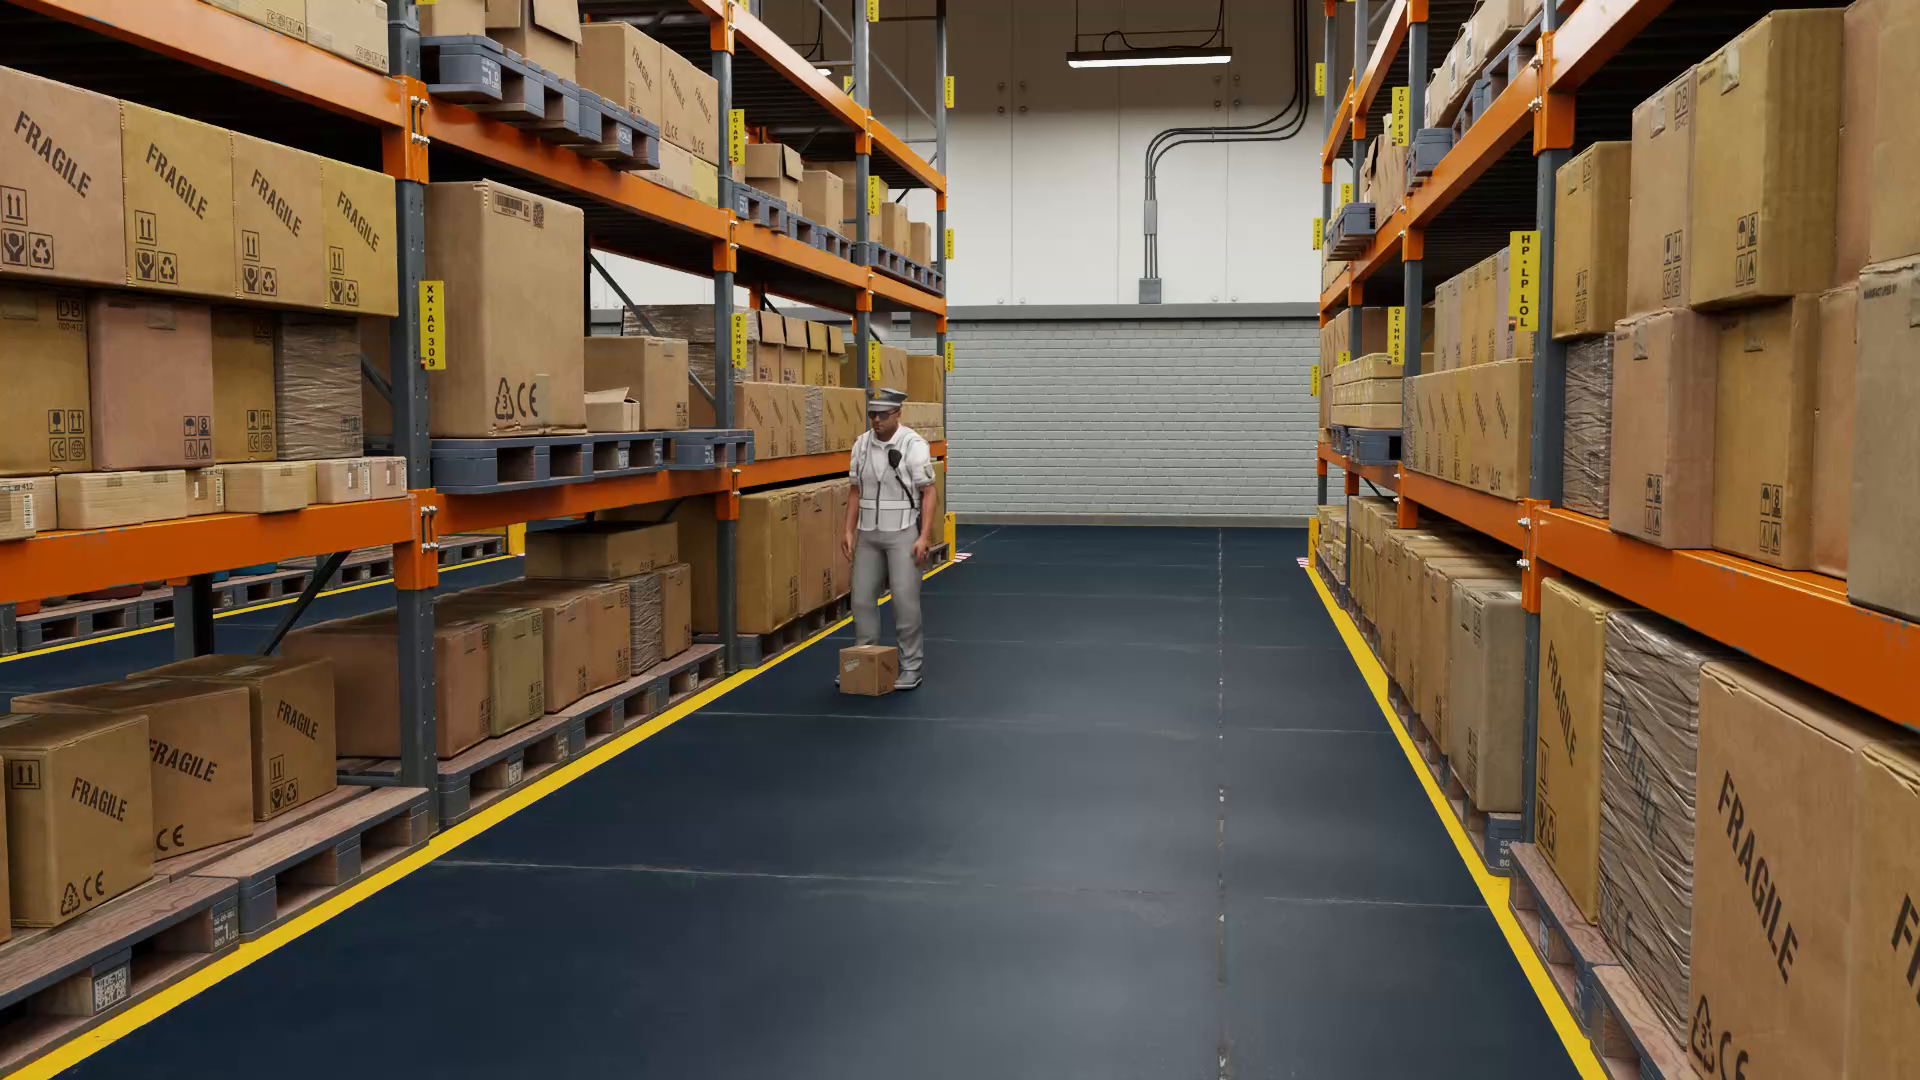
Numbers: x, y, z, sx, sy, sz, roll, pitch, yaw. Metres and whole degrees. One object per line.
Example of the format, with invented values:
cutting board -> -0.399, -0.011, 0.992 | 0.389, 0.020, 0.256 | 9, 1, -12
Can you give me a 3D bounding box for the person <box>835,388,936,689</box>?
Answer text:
person -> -0.412, -0.017, 9.795 | 0.585, 1.749, 0.435 | 2, 5, 27
